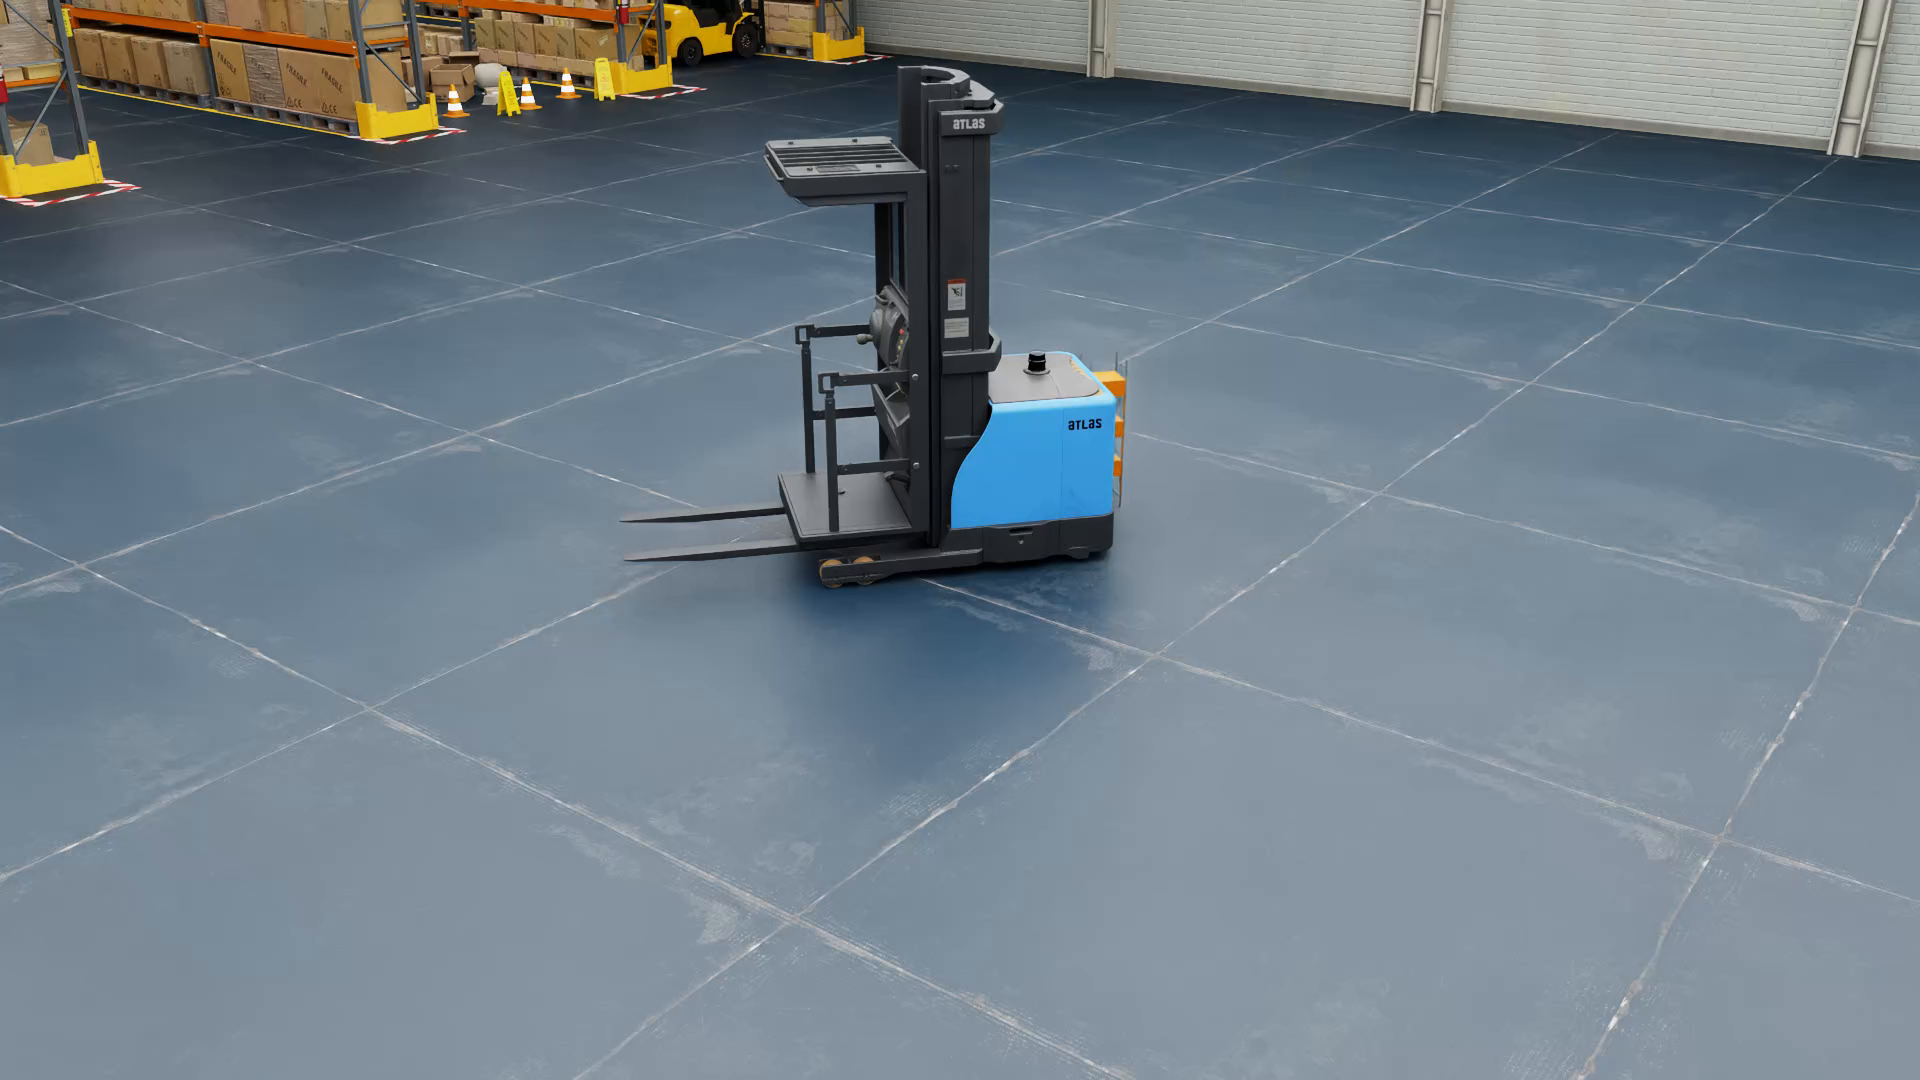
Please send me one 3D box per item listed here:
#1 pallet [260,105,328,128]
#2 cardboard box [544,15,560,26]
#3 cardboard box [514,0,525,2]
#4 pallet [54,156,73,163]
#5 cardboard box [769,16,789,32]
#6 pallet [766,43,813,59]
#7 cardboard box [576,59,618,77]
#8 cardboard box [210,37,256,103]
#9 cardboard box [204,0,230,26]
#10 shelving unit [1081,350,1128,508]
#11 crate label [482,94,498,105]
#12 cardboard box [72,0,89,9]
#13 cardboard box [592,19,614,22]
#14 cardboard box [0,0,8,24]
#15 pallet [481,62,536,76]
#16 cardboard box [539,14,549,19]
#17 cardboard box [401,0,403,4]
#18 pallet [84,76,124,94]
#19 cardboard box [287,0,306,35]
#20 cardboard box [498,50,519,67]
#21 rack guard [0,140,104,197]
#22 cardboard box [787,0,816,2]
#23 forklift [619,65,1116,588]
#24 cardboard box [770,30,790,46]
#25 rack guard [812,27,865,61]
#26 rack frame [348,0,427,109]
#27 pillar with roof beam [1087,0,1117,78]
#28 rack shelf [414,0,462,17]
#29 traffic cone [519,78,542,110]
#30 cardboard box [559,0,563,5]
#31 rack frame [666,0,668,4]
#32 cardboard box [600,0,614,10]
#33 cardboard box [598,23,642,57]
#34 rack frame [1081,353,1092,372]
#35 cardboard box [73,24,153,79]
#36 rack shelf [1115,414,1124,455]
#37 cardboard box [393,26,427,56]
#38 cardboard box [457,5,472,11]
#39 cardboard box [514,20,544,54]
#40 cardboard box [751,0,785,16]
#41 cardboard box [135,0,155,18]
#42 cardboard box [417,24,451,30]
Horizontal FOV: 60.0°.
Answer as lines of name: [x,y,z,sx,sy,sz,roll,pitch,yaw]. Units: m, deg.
pallet: [-9.828,-6.496,25.231,1.213,0.211,1.003,17,29,33]
cardboard box: [-6.822,-8.807,28.172,0.250,0.149,0.380,18,30,35]
cardboard box: [-7.405,-9.290,28.427,0.250,0.149,0.380,17,29,34]
pallet: [-11.915,-4.683,21.116,1.213,0.211,1.003,17,29,33]
cardboard box: [-3.279,-9.837,31.625,0.500,0.250,0.500,16,29,33]
pallet: [-2.945,-9.428,31.886,1.213,0.211,1.003,17,29,33]
cardboard box: [-6.109,-7.978,28.027,0.500,0.250,0.500,17,29,33]
cardboard box: [-10.909,-7.321,25.760,0.875,0.875,0.875,17,29,34]
cardboard box: [-11.068,-8.259,25.589,0.550,0.550,0.875,17,29,33]
shelving unit: [0.942,-0.721,11.084,0.252,1.050,0.215,-6,25,-14]
crate label: [-7.459,-7.038,26.553,0.298,0.136,0.250,3,24,6]
cardboard box: [-14.374,-9.093,27.544,0.500,0.500,0.500,17,29,34]
cardboard box: [-7.152,-11.099,34.645,0.625,0.625,0.875,15,28,31]
cardboard box: [-11.813,-6.425,19.880,0.500,0.500,0.500,17,29,33]
pallet: [-7.924,-8.470,29.712,1.213,0.211,1.003,17,29,33]
cardboard box: [-7.440,-8.995,29.405,0.500,0.500,0.500,17,29,34]
cardboard box: [-12.817,-12.502,38.274,0.258,0.266,0.396,18,30,35]
pallet: [-13.985,-7.752,28.082,1.213,0.211,1.003,17,29,33]
cardboard box: [-9.319,-7.754,24.443,0.550,0.550,0.875,17,29,33]
cardboard box: [-7.738,-8.476,29.156,0.500,0.250,0.500,19,30,36]
rack guard: [-11.286,-4.607,20.586,0.348,0.500,1.175,17,29,33]
cardboard box: [-2.981,-10.221,31.876,0.500,0.250,0.500,17,29,33]
forklift: [-0.608,-1.285,10.032,3.031,2.935,1.130,-5,24,-12]
cardboard box: [-3.265,-9.601,31.710,0.500,0.250,0.500,17,29,33]
rack guard: [-2.288,-9.383,31.425,0.348,0.500,1.175,17,29,33]
rack frame: [-8.169,-7.309,23.617,0.127,3.000,1.000,17,29,33]
pillar with roof beam: [-0.105,-10.897,24.321,0.400,9.000,9.100,17,29,33]
rack shelf: [-10.083,-10.052,30.736,4.000,0.370,1.077,17,29,33]
traffic cone: [-6.793,-7.017,26.101,0.334,0.463,0.336,17,29,33]
cardboard box: [-6.515,-9.091,27.974,0.250,0.149,0.380,17,29,34]
rack frame: [-5.508,-11.500,33.130,0.127,3.000,1.000,17,29,33]
cardboard box: [-5.709,-8.837,27.397,0.250,0.149,0.380,18,29,35]
cardboard box: [-5.780,-8.497,28.274,0.500,0.500,0.500,16,28,32]
rack frame: [0.824,-0.709,11.055,0.008,1.050,0.200,-6,25,-14]
cardboard box: [-14.138,-8.229,27.977,0.750,0.750,1.050,16,29,33]
rack shelf: [0.942,-0.712,11.089,0.240,0.259,0.215,-6,25,-14]
cardboard box: [-9.526,-8.518,28.524,0.500,0.500,0.500,17,29,33]
cardboard box: [-10.829,-12.045,36.947,0.500,0.500,0.500,16,28,32]
cardboard box: [-7.323,-8.693,28.719,0.500,0.500,0.500,19,30,36]
cardboard box: [-3.685,-10.175,31.772,0.500,0.250,0.500,17,29,34]
cardboard box: [-12.757,-8.606,26.438,0.500,0.500,0.500,17,29,34]
cardboard box: [-10.038,-9.353,30.996,0.625,0.372,0.950,18,29,35]
